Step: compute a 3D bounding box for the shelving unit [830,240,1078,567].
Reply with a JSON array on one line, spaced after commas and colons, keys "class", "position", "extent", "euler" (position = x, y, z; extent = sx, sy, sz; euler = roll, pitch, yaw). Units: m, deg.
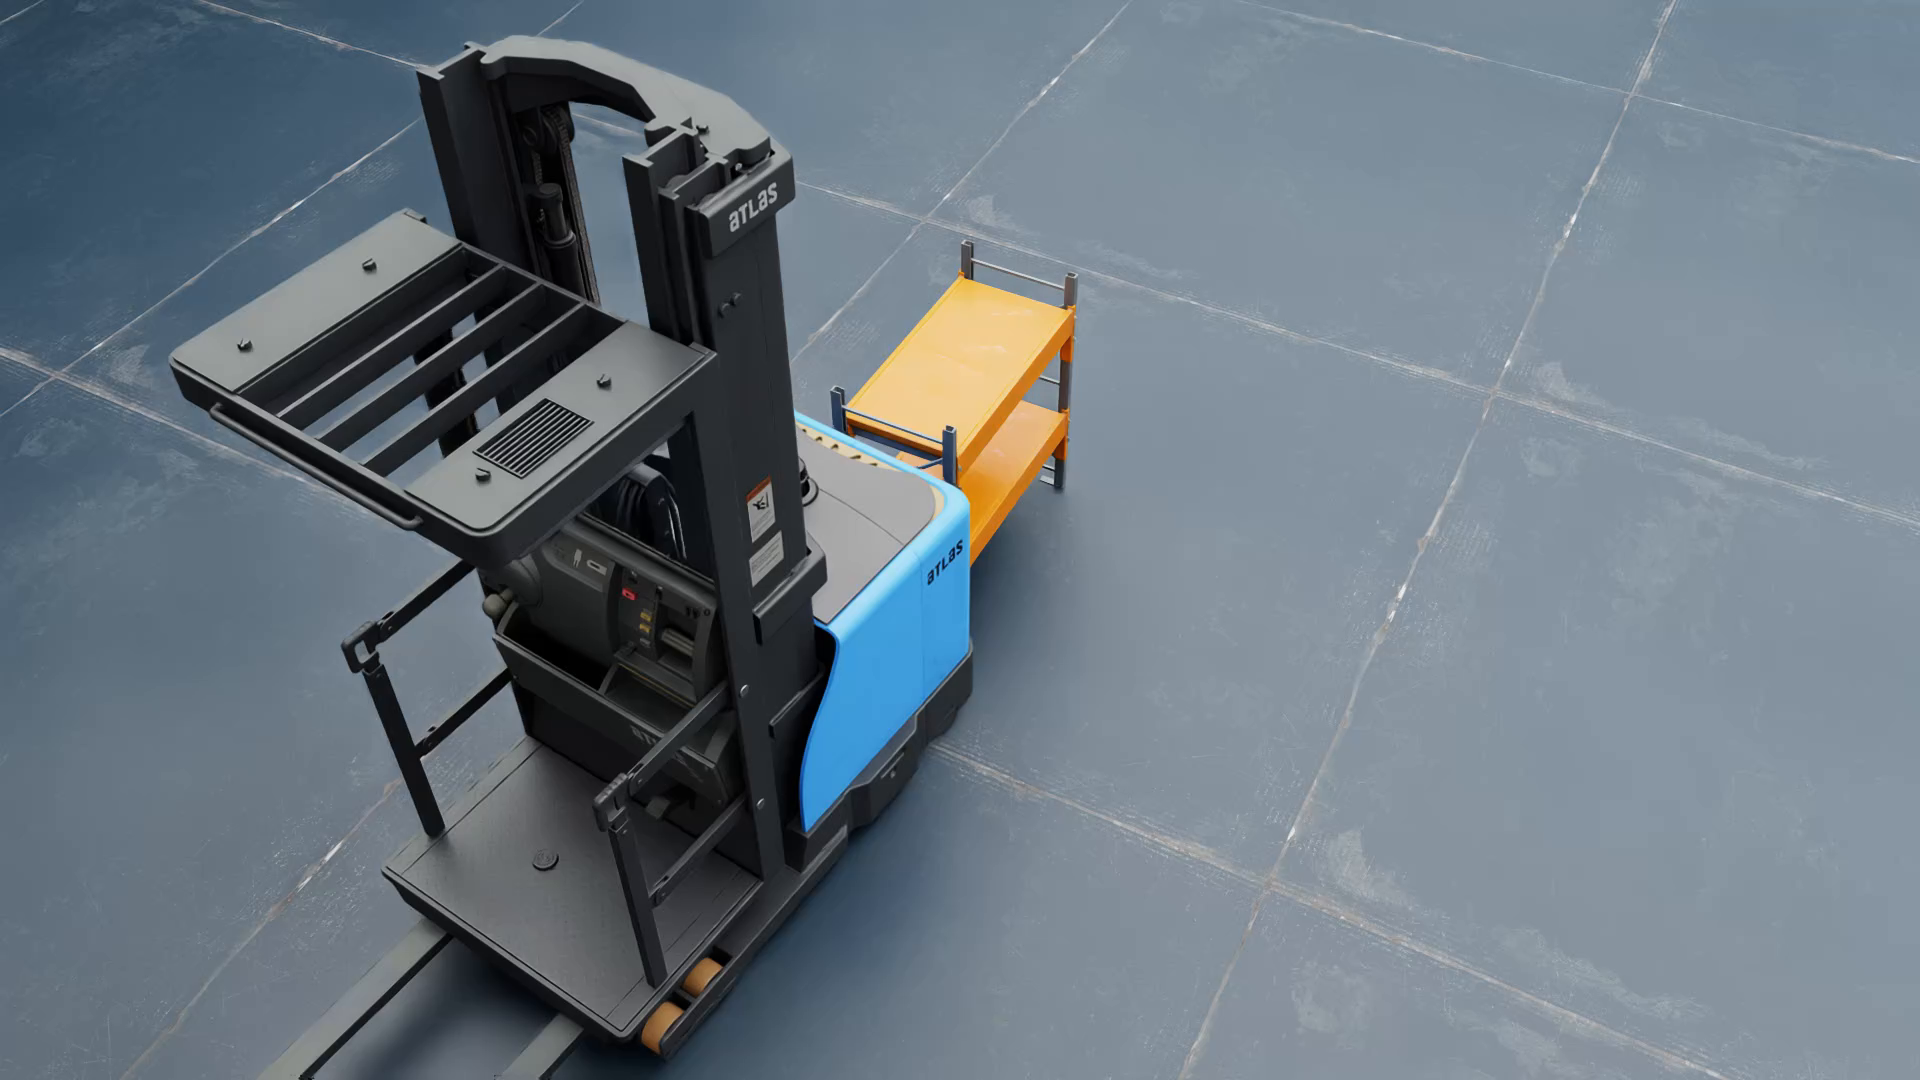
[{"class": "shelving unit", "position": [-0.003, -0.391, 6.626], "extent": [0.538, 1.125, 1.048], "euler": [20, 49, 19]}]

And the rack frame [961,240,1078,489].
[{"class": "rack frame", "position": [0.233, -0.711, 6.942], "extent": [0.500, 1.125, 0.032], "euler": [20, 49, 19]}]

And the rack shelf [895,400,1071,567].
[{"class": "rack shelf", "position": [-0.003, -0.219, 6.800], "extent": [0.538, 0.278, 1.000], "euler": [20, 49, 19]}]

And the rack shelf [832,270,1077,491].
[{"class": "rack shelf", "position": [-0.003, -0.597, 6.417], "extent": [0.538, 0.278, 1.000], "euler": [20, 49, 19]}]

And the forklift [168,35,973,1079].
[{"class": "forklift", "position": [-1.198, 0.237, 4.735], "extent": [1.130, 2.935, 3.031], "euler": [26, 51, 23]}]

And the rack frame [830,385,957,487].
[{"class": "rack frame", "position": [-0.239, -0.071, 6.309], "extent": [0.500, 1.125, 0.032], "euler": [20, 49, 19]}]
